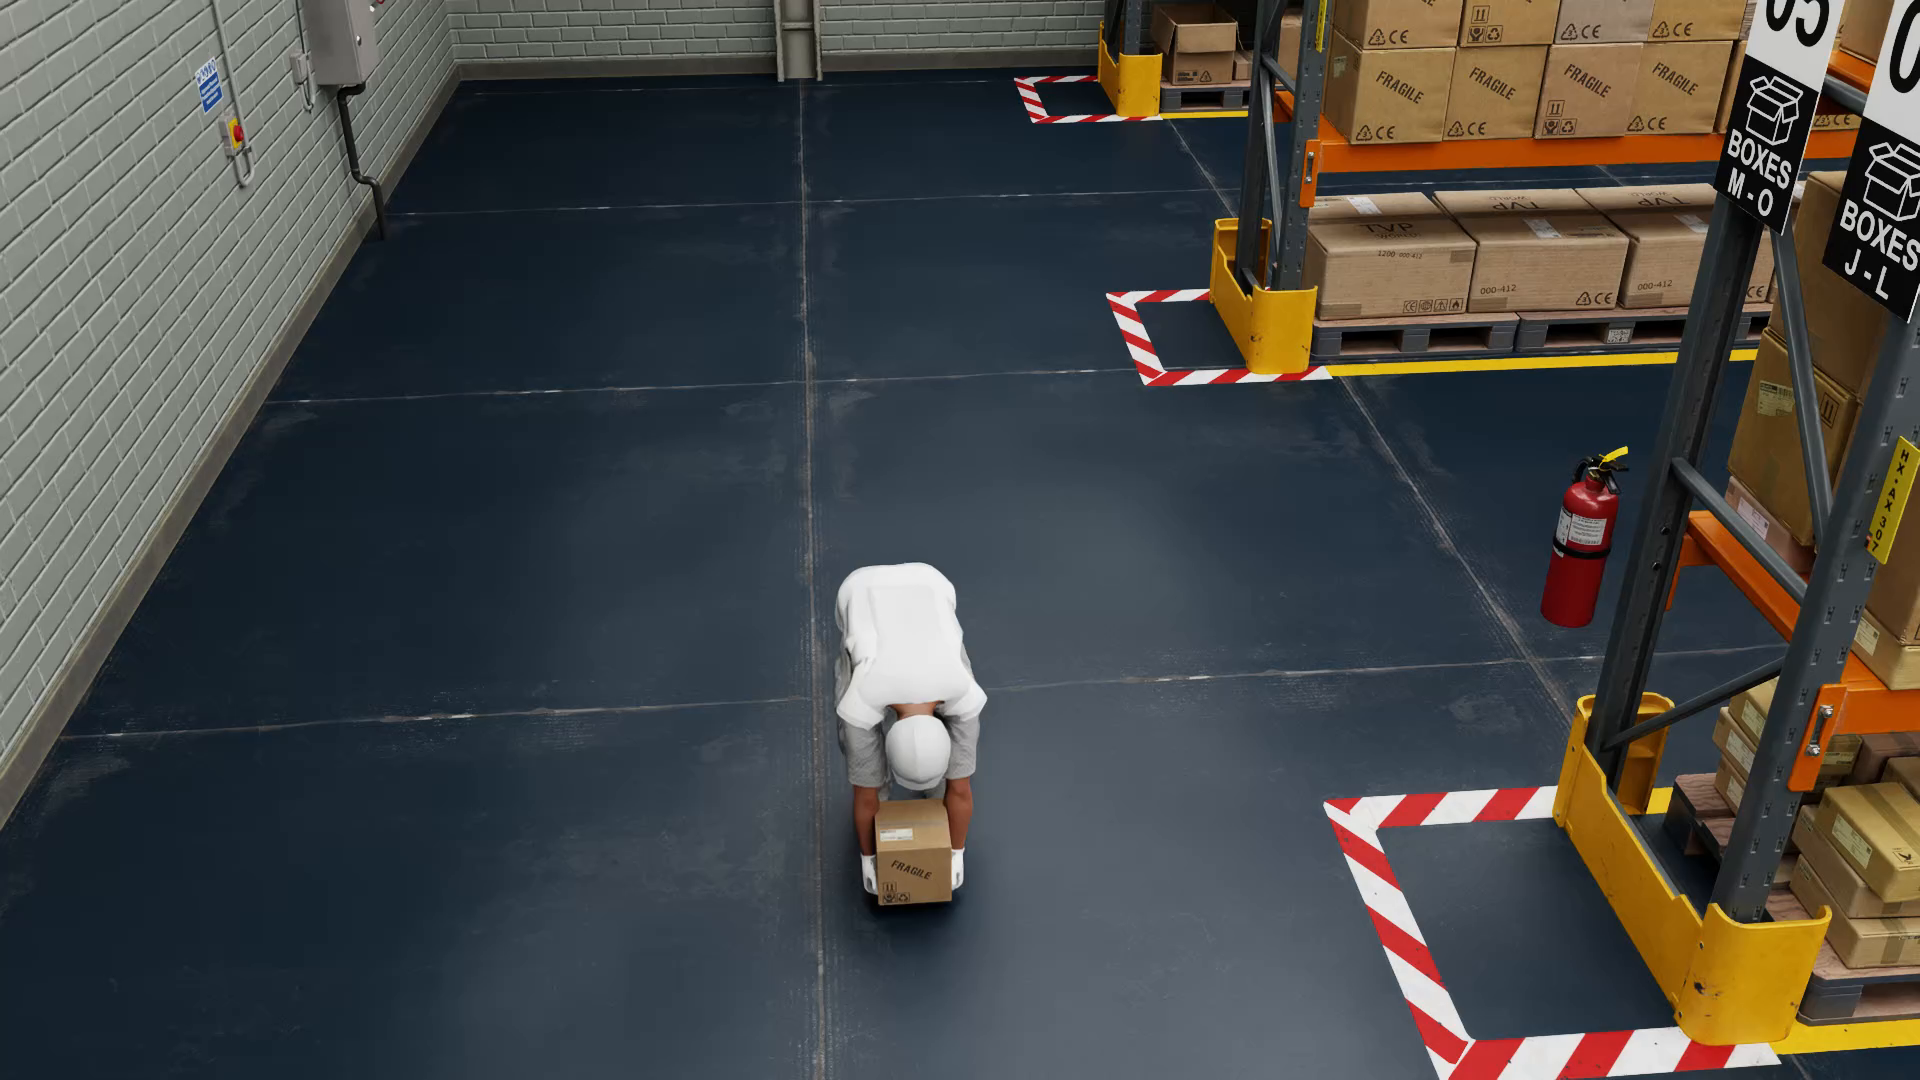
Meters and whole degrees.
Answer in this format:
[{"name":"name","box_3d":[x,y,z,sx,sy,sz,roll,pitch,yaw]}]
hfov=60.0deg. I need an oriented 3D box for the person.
[{"name":"person","box_3d":[-0.176,0.660,5.787,0.516,0.981,0.980,-4,31,-7]}]
